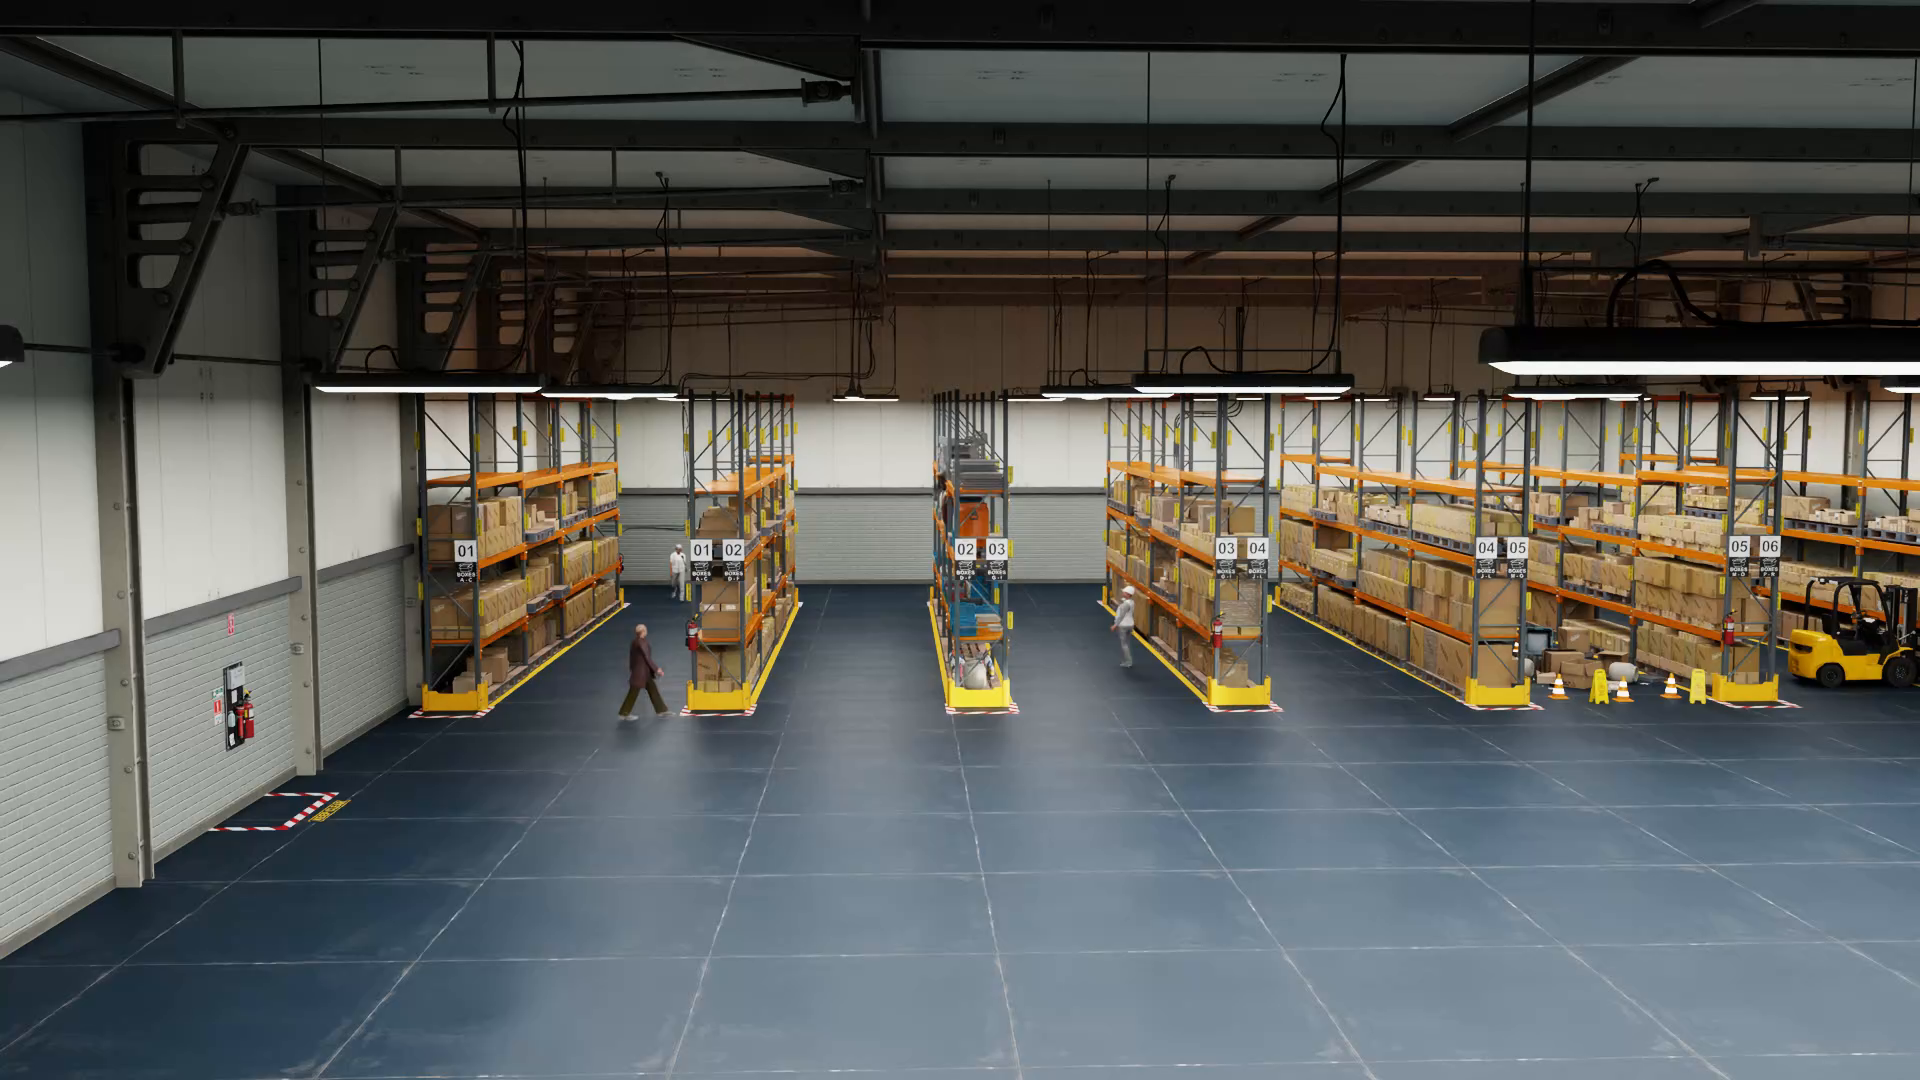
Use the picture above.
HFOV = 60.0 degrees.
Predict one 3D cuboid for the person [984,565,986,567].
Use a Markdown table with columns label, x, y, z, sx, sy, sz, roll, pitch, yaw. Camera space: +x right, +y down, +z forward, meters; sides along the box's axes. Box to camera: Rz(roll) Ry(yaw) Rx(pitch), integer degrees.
| label | x | y | z | sx | sy | sz | roll | pitch | yaw |
| --- | --- | --- | --- | --- | --- | --- | --- | --- | --- |
| person | 0.769 | 1.205 | 45.400 | 0.415 | 1.650 | 0.538 | 2 | 5 | 25 |

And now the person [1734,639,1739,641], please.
| label | x | y | z | sx | sy | sz | roll | pitch | yaw |
| --- | --- | --- | --- | --- | --- | --- | --- | --- | --- |
| person | 16.809 | 1.864 | 36.416 | 0.598 | 1.791 | 0.578 | 4 | 6 | 41 |

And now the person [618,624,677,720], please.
| label | x | y | z | sx | sy | sz | roll | pitch | yaw |
| --- | --- | --- | --- | --- | --- | --- | --- | --- | --- |
| person | -5.638 | 2.379 | 29.929 | 1.063 | 1.731 | 0.546 | -1 | 5 | -11 |

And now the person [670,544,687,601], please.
| label | x | y | z | sx | sy | sz | roll | pitch | yaw |
| --- | --- | --- | --- | --- | --- | --- | --- | --- | --- |
| person | -8.214 | 0.942 | 48.508 | 0.483 | 1.636 | 0.789 | -1 | 5 | -10 |

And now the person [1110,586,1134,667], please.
| label | x | y | z | sx | sy | sz | roll | pitch | yaw |
| --- | --- | --- | --- | --- | --- | --- | --- | --- | --- |
| person | 3.566 | 1.915 | 36.223 | 0.591 | 1.830 | 0.552 | -4 | 6 | -43 |
